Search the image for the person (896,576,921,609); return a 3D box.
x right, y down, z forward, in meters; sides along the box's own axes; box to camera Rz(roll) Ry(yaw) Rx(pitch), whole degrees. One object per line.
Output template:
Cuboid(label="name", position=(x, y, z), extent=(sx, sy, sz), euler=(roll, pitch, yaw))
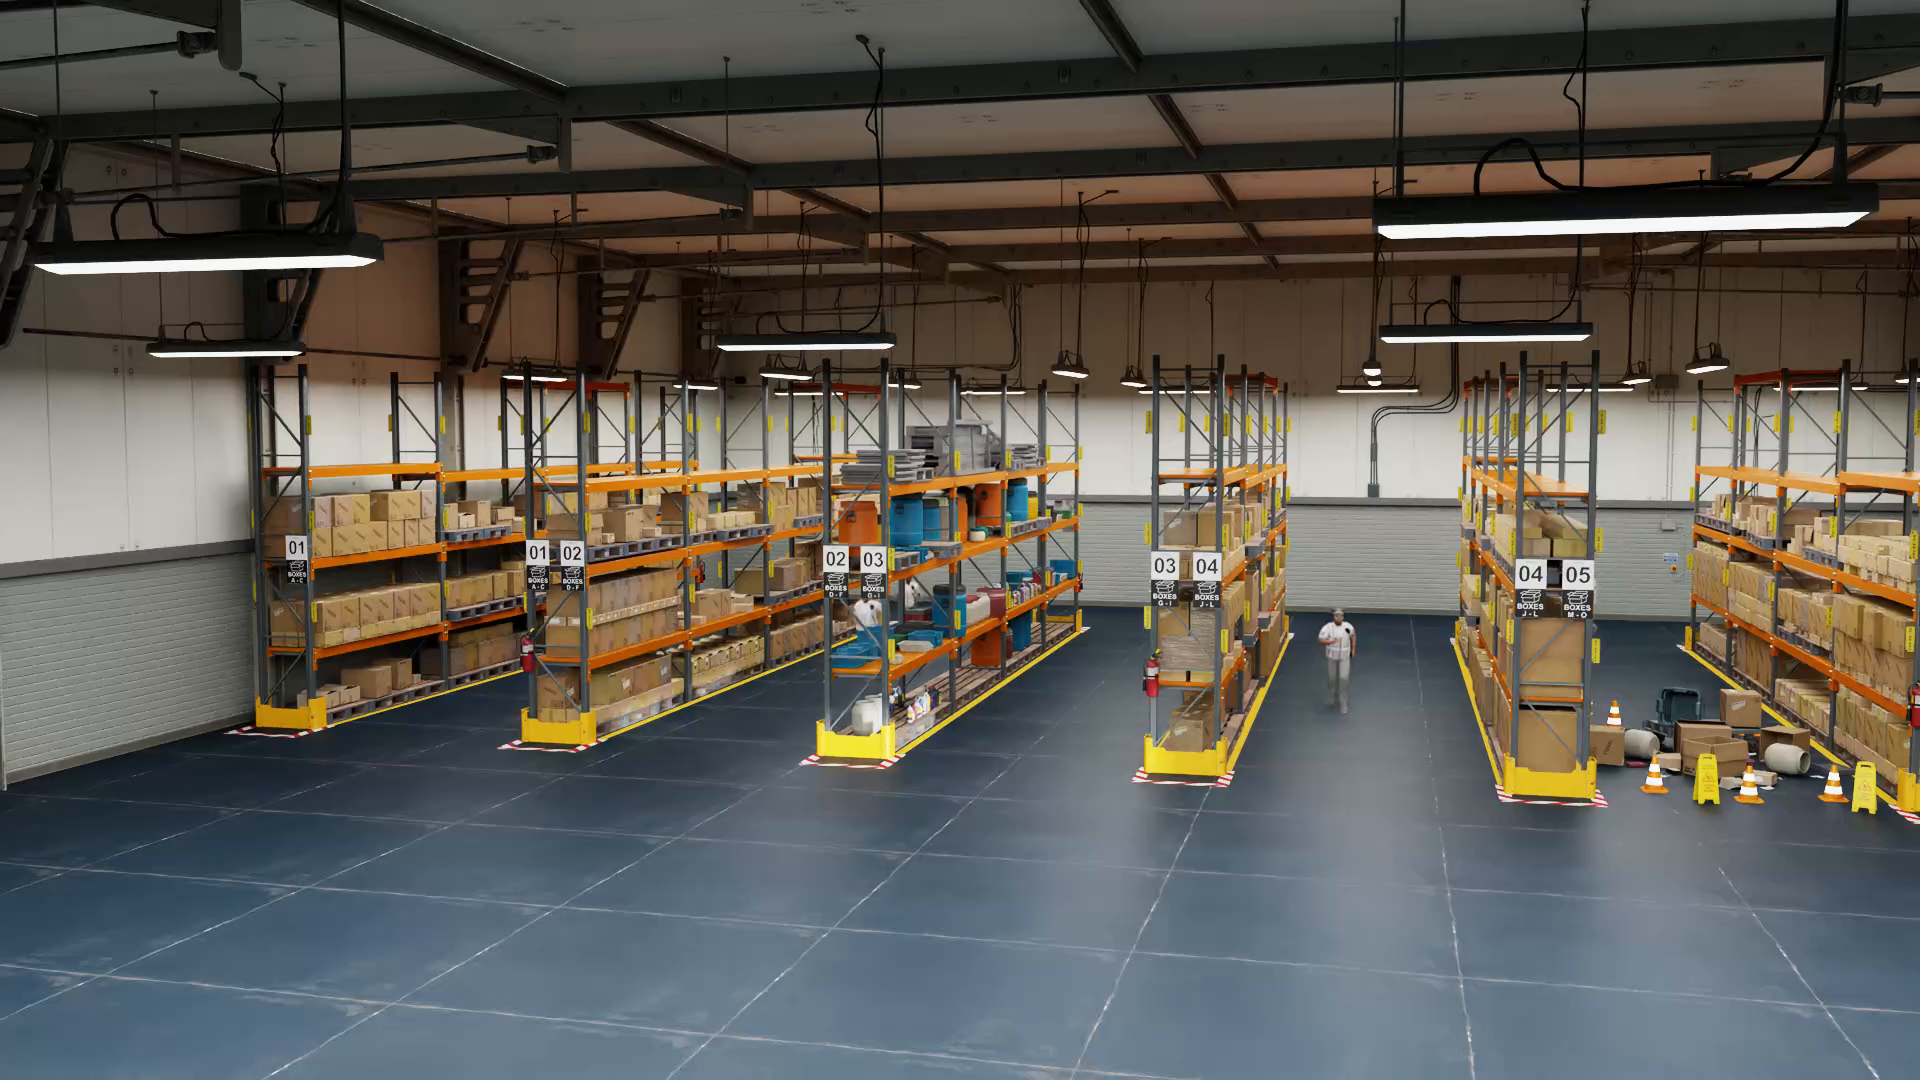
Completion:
Cuboid(label="person", position=(-1.195, 1.538, 38.449), extent=(0.578, 1.661, 0.638), euler=(0, 4, 3))

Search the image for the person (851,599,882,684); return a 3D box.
Cuboid(label="person", position=(-1.731, 1.783, 31.114), extent=(0.617, 1.797, 0.698), euler=(1, 4, 17))

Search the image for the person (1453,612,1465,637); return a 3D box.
Cuboid(label="person", position=(12.083, 1.466, 39.098), extent=(0.865, 1.683, 0.686), euler=(0, 4, 2))

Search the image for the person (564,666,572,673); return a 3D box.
Cuboid(label="person", position=(-6.947, 2.117, 30.007), extent=(0.617, 1.671, 0.661), euler=(0, 4, 7))

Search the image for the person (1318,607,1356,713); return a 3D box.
Cuboid(label="person", position=(6.646, 2.078, 29.309), extent=(0.681, 1.815, 0.908), euler=(0, 4, 5))
